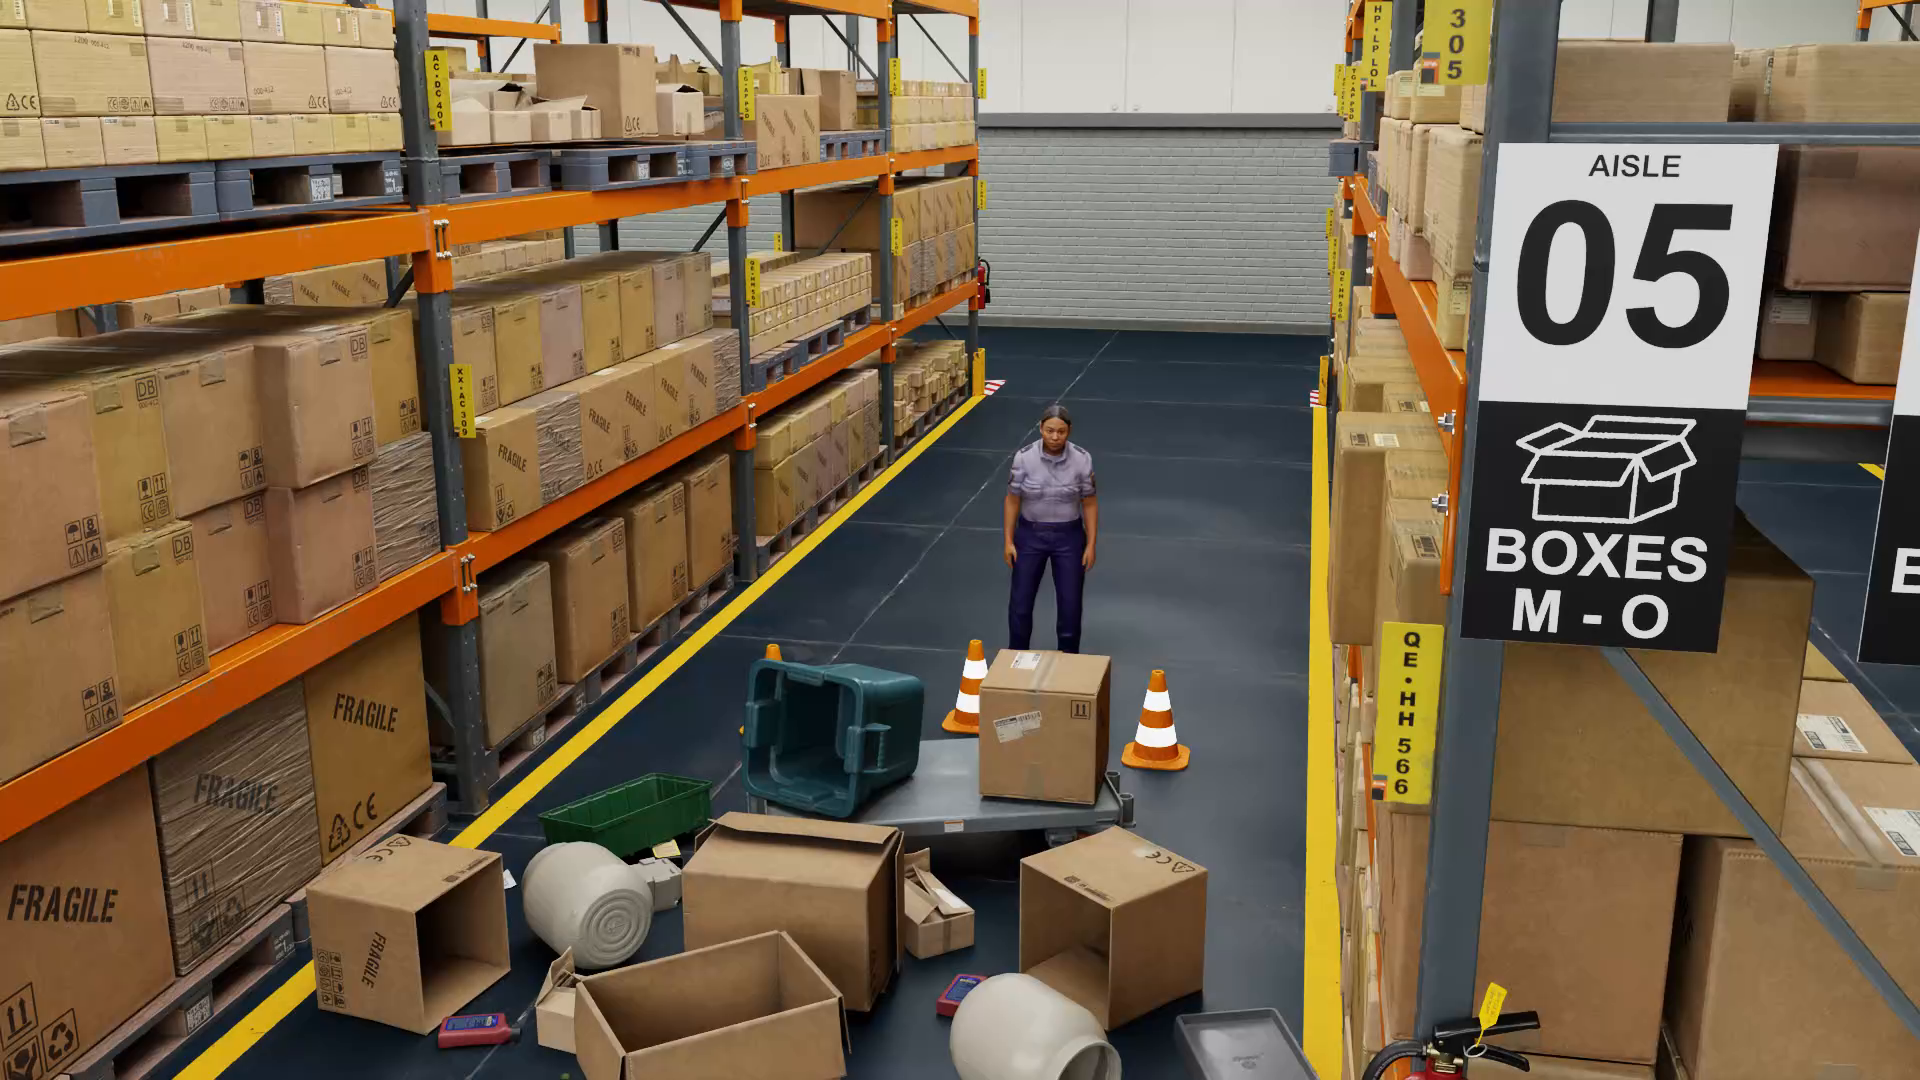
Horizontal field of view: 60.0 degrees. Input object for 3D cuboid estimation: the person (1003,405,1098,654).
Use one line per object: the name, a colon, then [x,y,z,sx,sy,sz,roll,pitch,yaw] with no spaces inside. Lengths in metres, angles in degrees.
person: [0.493,0.042,9.372,0.561,1.651,0.377,1,15,4]
